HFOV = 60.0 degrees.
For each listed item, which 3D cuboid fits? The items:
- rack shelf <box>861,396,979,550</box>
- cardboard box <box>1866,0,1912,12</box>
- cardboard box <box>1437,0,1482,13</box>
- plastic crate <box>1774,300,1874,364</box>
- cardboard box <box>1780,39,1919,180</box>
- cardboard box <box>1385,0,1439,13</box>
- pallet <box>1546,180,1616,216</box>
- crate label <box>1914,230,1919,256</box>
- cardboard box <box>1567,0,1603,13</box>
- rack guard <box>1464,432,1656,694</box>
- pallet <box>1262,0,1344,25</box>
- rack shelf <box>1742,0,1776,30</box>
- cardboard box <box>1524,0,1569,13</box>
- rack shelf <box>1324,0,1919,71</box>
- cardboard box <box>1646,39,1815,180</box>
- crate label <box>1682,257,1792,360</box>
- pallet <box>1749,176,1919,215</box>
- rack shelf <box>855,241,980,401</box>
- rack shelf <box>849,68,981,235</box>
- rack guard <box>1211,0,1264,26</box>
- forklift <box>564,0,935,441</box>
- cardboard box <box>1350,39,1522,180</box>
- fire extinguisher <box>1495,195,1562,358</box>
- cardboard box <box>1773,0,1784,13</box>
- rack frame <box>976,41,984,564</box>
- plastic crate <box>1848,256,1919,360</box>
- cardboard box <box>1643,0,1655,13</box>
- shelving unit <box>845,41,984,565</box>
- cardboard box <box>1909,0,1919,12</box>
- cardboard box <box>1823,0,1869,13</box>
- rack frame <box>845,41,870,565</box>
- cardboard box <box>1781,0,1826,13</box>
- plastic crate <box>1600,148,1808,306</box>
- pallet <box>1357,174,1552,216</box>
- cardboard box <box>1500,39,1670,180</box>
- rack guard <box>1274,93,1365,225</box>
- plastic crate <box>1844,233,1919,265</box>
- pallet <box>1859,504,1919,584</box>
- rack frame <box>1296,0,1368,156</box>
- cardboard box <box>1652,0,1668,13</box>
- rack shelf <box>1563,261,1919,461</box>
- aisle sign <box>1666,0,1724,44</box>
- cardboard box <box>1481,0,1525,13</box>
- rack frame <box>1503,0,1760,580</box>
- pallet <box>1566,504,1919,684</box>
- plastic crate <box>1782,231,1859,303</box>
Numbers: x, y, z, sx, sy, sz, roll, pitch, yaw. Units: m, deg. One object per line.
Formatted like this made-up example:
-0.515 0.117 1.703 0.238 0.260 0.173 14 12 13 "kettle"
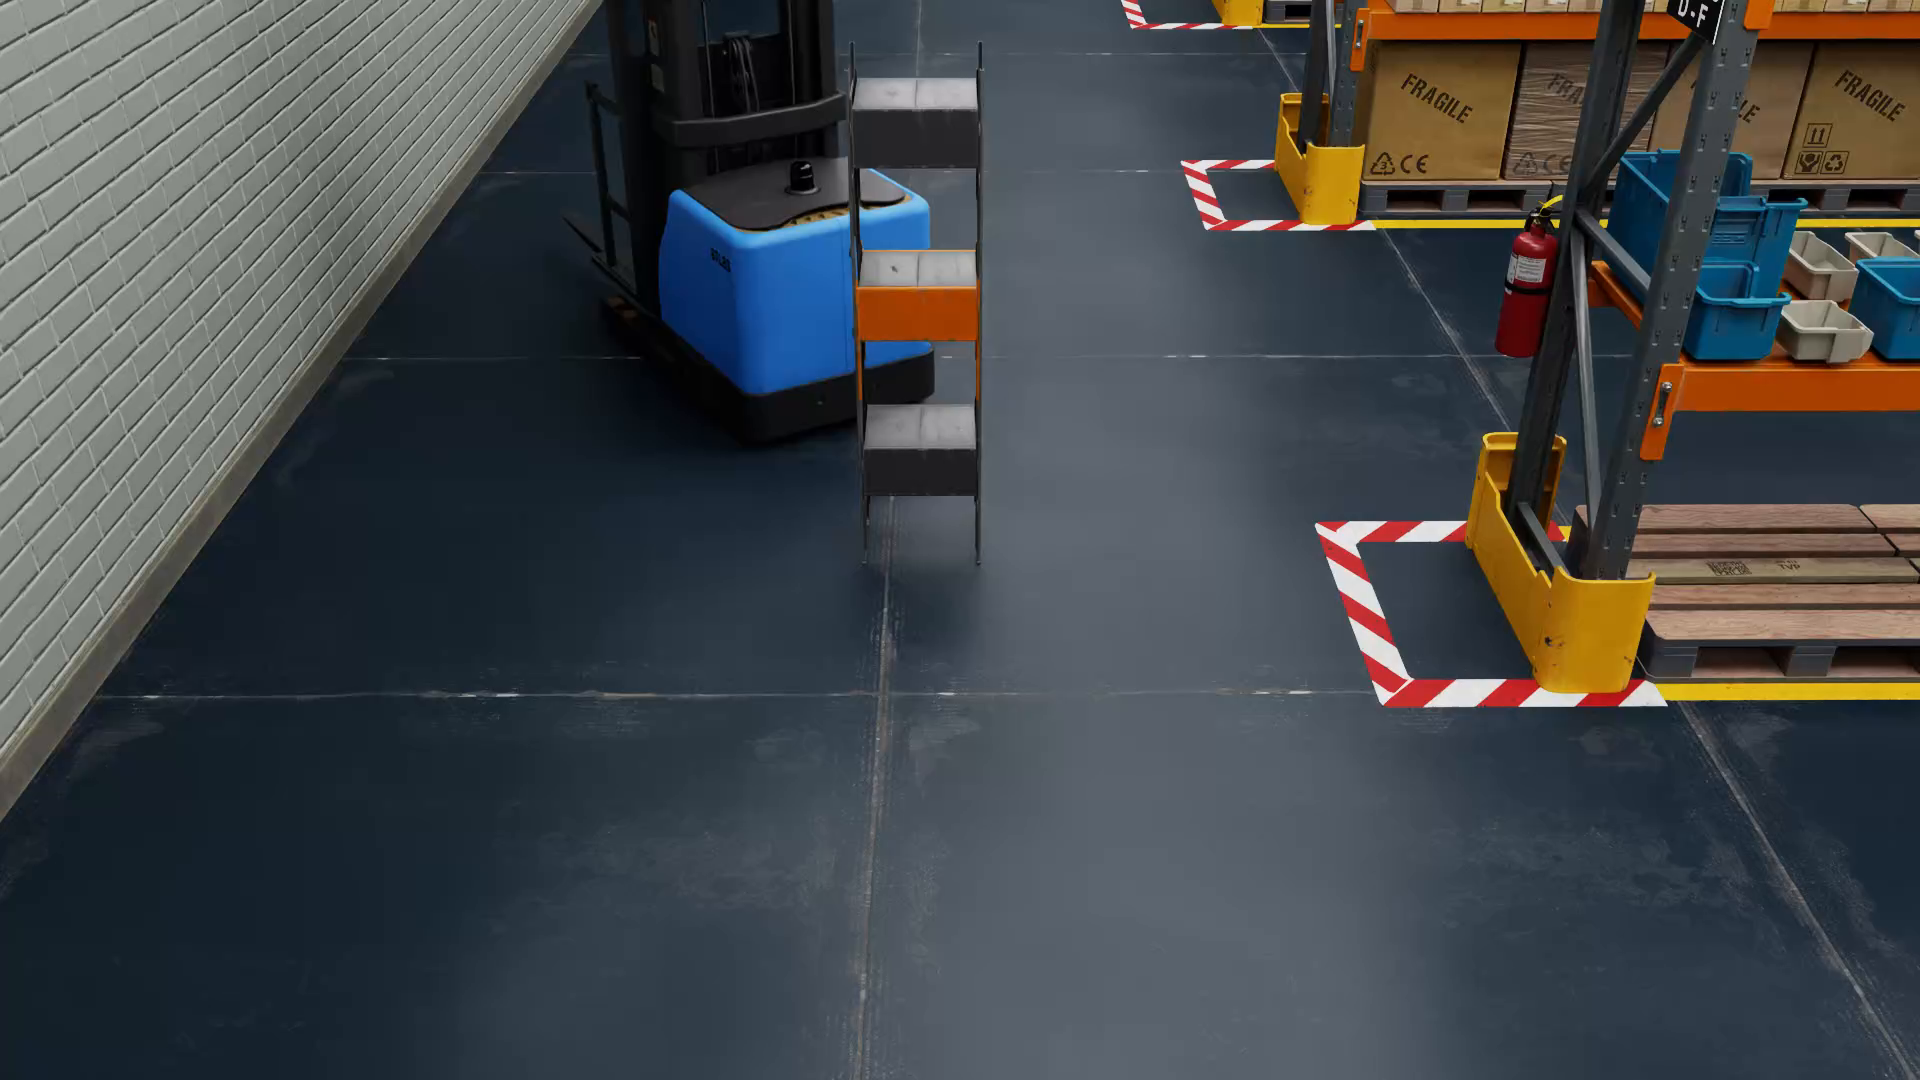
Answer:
-0.166 -0.287 7.075 0.480 0.518 0.431 0 31 0 "rack shelf"
5.549 -3.314 10.063 0.250 0.149 0.380 -1 31 -1 "cardboard box"
2.979 -3.306 10.049 0.250 0.149 0.380 -1 31 -1 "cardboard box"
2.966 -0.713 5.730 0.298 0.136 0.250 0 31 0 "plastic crate"
5.705 -2.905 10.789 0.875 0.875 0.875 0 31 0 "cardboard box"
2.723 -3.304 10.046 0.250 0.149 0.380 0 31 0 "cardboard box"
4.382 -2.435 11.059 1.213 0.211 1.003 0 31 0 "pallet"
3.778 -1.029 6.250 0.243 0.136 0.396 0 31 0 "crate label"
3.750 -3.308 10.053 0.250 0.149 0.380 -1 31 -1 "cardboard box"
2.372 0.063 6.664 0.348 0.500 1.175 0 31 0 "rack guard"
3.325 -4.947 15.200 1.213 0.211 1.003 0 31 0 "pallet"
4.396 -1.993 5.446 4.000 0.370 1.077 0 31 0 "rack shelf"
3.496 -3.308 10.053 0.250 0.149 0.380 -1 31 -1 "cardboard box"
4.366 -3.280 10.458 4.000 0.370 1.077 0 31 0 "rack shelf"
4.805 -2.902 10.784 0.875 0.875 0.875 0 31 0 "cardboard box"
2.644 -0.796 5.774 0.303 0.233 0.416 0 31 0 "crate label"
5.605 -2.440 11.068 1.213 0.211 1.003 0 31 0 "pallet"
-0.166 -0.886 6.712 0.480 0.518 0.431 0 31 0 "rack shelf"
-0.166 -1.484 6.348 0.480 0.518 0.431 0 31 0 "rack shelf"
2.513 -5.086 15.151 0.348 0.500 1.175 0 31 0 "rack guard"
-1.325 -2.452 8.466 1.130 2.935 3.031 -18 35 -26 "forklift"
3.005 -2.896 10.775 0.875 0.875 0.875 0 31 0 "cardboard box"
2.242 -1.055 6.531 0.183 0.674 0.296 0 31 0 "fire extinguisher"
4.778 -3.312 10.058 0.250 0.149 0.380 -1 31 -1 "cardboard box"
0.078 -0.898 6.706 0.015 2.100 0.400 0 31 0 "rack frame"
3.303 -0.798 5.778 0.300 0.233 0.416 0 31 0 "plastic crate"
4.008 -3.309 10.055 0.250 0.149 0.380 0 31 -1 "cardboard box"
-0.166 -0.897 6.704 0.503 2.100 0.431 0 31 0 "shelving unit"
5.805 -3.315 10.064 0.250 0.149 0.380 0 31 1 "cardboard box"
5.291 -3.313 10.061 0.250 0.149 0.380 0 31 1 "cardboard box"
-0.410 -0.896 6.703 0.015 2.100 0.400 0 31 0 "rack frame"
5.034 -3.312 10.060 0.250 0.149 0.380 0 31 1 "cardboard box"
2.729 -1.151 6.163 0.499 0.435 0.616 0 31 0 "plastic crate"
3.165 -2.432 11.056 1.213 0.211 1.003 0 31 0 "pallet"
3.915 -2.899 10.780 0.875 0.875 0.875 0 31 0 "cardboard box"
2.342 -2.513 10.910 0.348 0.500 1.175 0 31 0 "rack guard"
3.500 -1.015 6.228 0.243 0.136 0.396 0 31 0 "plastic crate"
4.437 0.195 6.725 1.213 0.211 1.003 0 31 0 "pallet"
2.366 -3.582 10.261 0.127 3.000 1.000 0 31 0 "rack frame"
4.261 -3.310 10.055 0.250 0.149 0.380 -1 31 -2 "cardboard box"
4.396 -0.711 6.224 4.000 0.370 1.077 0 31 0 "rack shelf"
2.325 -1.969 5.098 0.004 0.787 0.394 0 31 0 "aisle sign"
3.235 -3.307 10.050 0.250 0.149 0.380 -1 31 -1 "cardboard box"
2.396 -1.012 6.027 0.127 3.000 1.000 0 31 0 "rack frame"
3.220 0.197 6.721 1.213 0.211 1.003 0 31 0 "pallet"
3.210 -1.022 6.239 0.243 0.136 0.396 0 31 0 "plastic crate"
